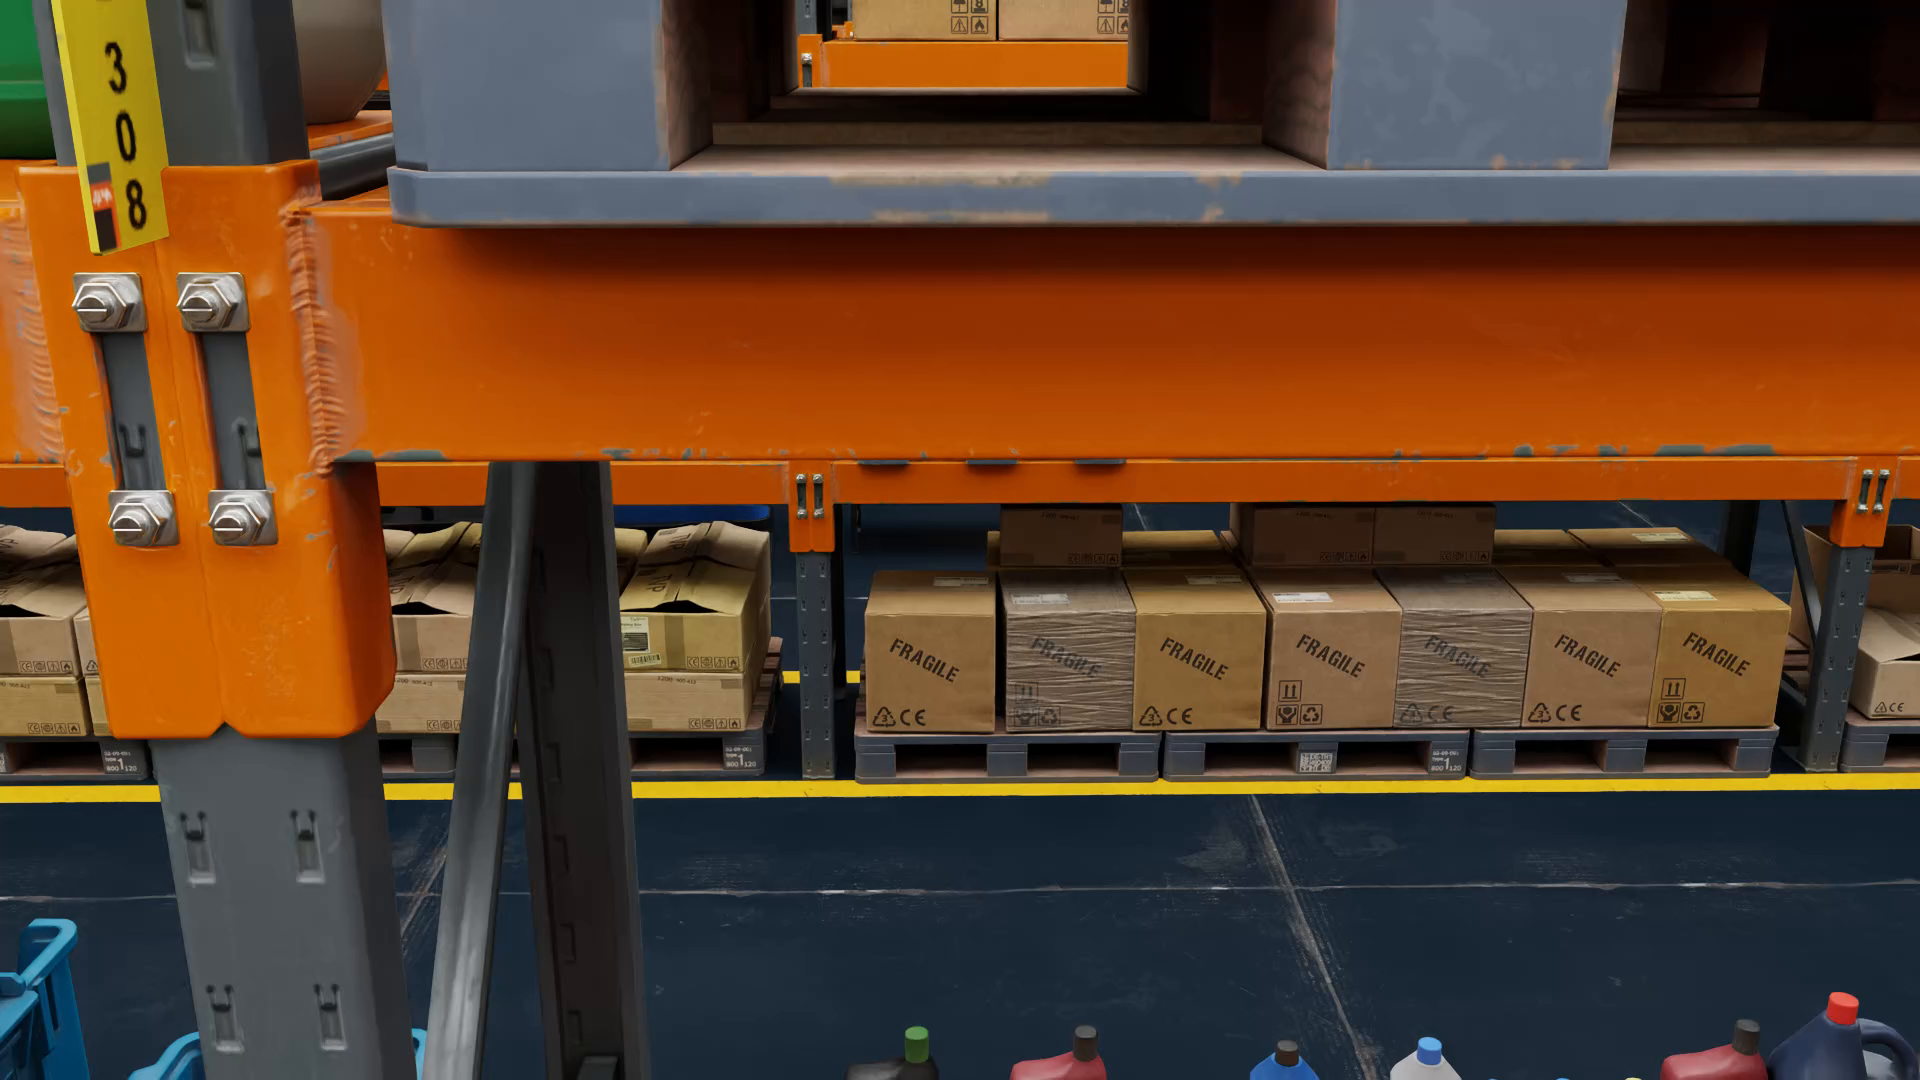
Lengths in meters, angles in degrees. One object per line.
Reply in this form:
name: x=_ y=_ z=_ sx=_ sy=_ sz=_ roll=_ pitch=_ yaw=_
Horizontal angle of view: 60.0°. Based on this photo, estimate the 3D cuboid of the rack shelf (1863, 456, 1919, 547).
rack shelf: x=5.432 y=-0.315 z=6.797 sx=4.000 sy=0.370 sz=1.077 roll=0 pitch=18 yaw=-1

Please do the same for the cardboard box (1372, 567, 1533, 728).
cardboard box: x=1.947 y=0.425 z=6.685 sx=0.500 sy=0.500 sz=0.500 roll=0 pitch=18 yaw=0

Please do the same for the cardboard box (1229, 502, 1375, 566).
cardboard box: x=1.443 y=-0.089 z=7.059 sx=0.500 sy=0.250 sz=0.500 roll=-1 pitch=18 yaw=-2

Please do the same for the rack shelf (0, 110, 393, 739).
rack shelf: x=-2.493 y=-0.192 z=1.502 sx=4.000 sy=0.370 sz=1.077 roll=0 pitch=18 yaw=-1

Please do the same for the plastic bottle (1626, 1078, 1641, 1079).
plastic bottle: x=0.933 y=0.847 z=2.321 sx=0.097 sy=0.201 sz=0.097 roll=0 pitch=18 yaw=0

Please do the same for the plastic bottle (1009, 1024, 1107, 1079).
plastic bottle: x=0.136 y=0.806 z=2.314 sx=0.133 sy=0.283 sz=0.061 roll=0 pitch=18 yaw=-1

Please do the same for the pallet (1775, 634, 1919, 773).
pallet: x=4.119 y=0.677 z=7.092 sx=1.213 sy=0.211 sz=1.003 roll=0 pitch=18 yaw=-1

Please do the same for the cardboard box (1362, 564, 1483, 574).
cardboard box: x=1.912 y=0.267 z=7.177 sx=0.500 sy=0.500 sz=0.500 roll=0 pitch=18 yaw=0

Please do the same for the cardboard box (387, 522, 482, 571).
cardboard box: x=-2.131 y=0.133 z=7.117 sx=0.500 sy=0.311 sz=0.500 roll=-1 pitch=18 yaw=-2

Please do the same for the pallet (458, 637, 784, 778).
pallet: x=-1.391 y=0.691 z=7.048 sx=1.213 sy=0.211 sz=1.003 roll=0 pitch=18 yaw=-1

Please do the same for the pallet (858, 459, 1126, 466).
pallet: x=0.109 y=-0.562 z=6.703 sx=1.003 sy=0.211 sz=1.213 roll=0 pitch=18 yaw=-1

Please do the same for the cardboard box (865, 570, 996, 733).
cardboard box: x=-0.108 y=0.437 z=6.646 sx=0.500 sy=0.500 sz=0.500 roll=0 pitch=18 yaw=1

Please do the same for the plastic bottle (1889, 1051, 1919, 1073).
plastic bottle: x=1.366 y=0.800 z=2.333 sx=0.133 sy=0.283 sz=0.061 roll=0 pitch=18 yaw=-1

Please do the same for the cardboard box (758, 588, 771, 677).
cardboard box: x=-1.096 y=0.393 z=7.224 sx=0.500 sy=0.250 sz=0.500 roll=0 pitch=18 yaw=-1

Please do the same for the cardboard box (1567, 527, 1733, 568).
cardboard box: x=2.945 y=0.261 z=7.196 sx=0.500 sy=0.500 sz=0.500 roll=-1 pitch=18 yaw=-3

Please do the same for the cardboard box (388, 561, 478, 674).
cardboard box: x=-2.112 y=0.297 z=6.606 sx=0.500 sy=0.311 sz=0.500 roll=0 pitch=18 yaw=-1

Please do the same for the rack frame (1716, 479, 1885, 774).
rack frame: x=3.432 y=-0.648 z=6.657 sx=0.127 sy=3.000 sz=1.000 roll=0 pitch=18 yaw=-1

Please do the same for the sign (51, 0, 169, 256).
sign: x=-0.477 y=-0.326 z=0.915 sx=0.005 sy=0.325 sz=0.100 roll=0 pitch=18 yaw=-1

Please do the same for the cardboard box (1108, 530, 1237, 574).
cardboard box: x=0.881 y=0.273 z=7.156 sx=0.500 sy=0.500 sz=0.500 roll=-1 pitch=18 yaw=-3

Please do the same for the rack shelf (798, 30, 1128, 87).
rack shelf: x=1.432 y=-1.724 z=6.279 sx=4.000 sy=0.370 sz=1.077 roll=0 pitch=18 yaw=-1

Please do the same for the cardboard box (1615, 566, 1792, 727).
cardboard box: x=2.943 y=0.423 z=6.691 sx=0.500 sy=0.500 sz=0.500 roll=0 pitch=18 yaw=-1

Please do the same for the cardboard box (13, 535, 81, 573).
cardboard box: x=-3.646 y=0.139 z=7.100 sx=0.500 sy=0.311 sz=0.500 roll=0 pitch=18 yaw=1

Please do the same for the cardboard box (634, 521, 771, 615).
cardboard box: x=-1.096 y=0.126 z=7.139 sx=0.500 sy=0.311 sz=0.500 roll=0 pitch=18 yaw=1

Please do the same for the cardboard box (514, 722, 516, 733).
cardboard box: x=-1.605 y=0.561 z=6.701 sx=0.500 sy=0.250 sz=0.500 roll=0 pitch=18 yaw=-2

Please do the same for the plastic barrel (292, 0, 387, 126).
plastic barrel: x=-0.808 y=-0.689 z=1.693 sx=0.421 sy=0.512 sz=0.421 roll=0 pitch=18 yaw=0

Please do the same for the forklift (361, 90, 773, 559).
forklift: x=-2.568 y=-1.316 z=8.853 sx=3.031 sy=2.935 sz=1.130 roll=-2 pitch=18 yaw=-5

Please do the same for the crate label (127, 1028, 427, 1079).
crate label: x=-0.920 y=0.851 z=2.257 sx=0.416 sy=0.233 sz=0.303 roll=0 pitch=18 yaw=-1

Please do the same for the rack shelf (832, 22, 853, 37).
rack shelf: x=-2.649 y=-3.218 z=10.935 sx=4.000 sy=0.370 sz=1.077 roll=0 pitch=18 yaw=-1

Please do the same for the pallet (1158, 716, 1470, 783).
pallet: x=1.397 y=0.702 z=7.014 sx=1.213 sy=0.211 sz=1.003 roll=0 pitch=18 yaw=-1

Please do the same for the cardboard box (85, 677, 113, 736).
cardboard box: x=-3.131 y=0.568 z=6.680 sx=0.500 sy=0.250 sz=0.500 roll=-1 pitch=18 yaw=-3

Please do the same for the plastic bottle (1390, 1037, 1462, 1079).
plastic bottle: x=0.641 y=0.815 z=2.306 sx=0.097 sy=0.271 sz=0.097 roll=0 pitch=18 yaw=0

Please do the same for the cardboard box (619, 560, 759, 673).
cardboard box: x=-1.087 y=0.291 z=6.625 sx=0.500 sy=0.311 sz=0.500 roll=0 pitch=18 yaw=1

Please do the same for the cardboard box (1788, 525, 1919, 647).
cardboard box: x=3.997 y=0.243 z=7.250 sx=0.500 sy=0.500 sz=0.500 roll=0 pitch=18 yaw=-1

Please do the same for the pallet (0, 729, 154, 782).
pallet: x=-3.831 y=0.703 z=7.011 sx=1.213 sy=0.211 sz=1.003 roll=0 pitch=18 yaw=-1

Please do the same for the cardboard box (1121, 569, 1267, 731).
cardboard box: x=0.917 y=0.432 z=6.662 sx=0.500 sy=0.500 sz=0.500 roll=-1 pitch=18 yaw=-2

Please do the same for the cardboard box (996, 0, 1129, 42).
cardboard box: x=0.378 y=-2.119 z=6.170 sx=0.500 sy=0.500 sz=0.910 roll=0 pitch=18 yaw=-1

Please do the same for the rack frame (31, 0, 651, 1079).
rack frame: x=-0.493 y=0.885 z=1.878 sx=0.053 sy=2.616 sz=0.949 roll=0 pitch=18 yaw=-1

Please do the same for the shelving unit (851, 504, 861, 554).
shelving unit: x=-0.085 y=-0.714 z=9.317 sx=1.048 sy=1.500 sz=0.538 roll=0 pitch=18 yaw=-1

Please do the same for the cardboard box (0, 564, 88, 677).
cardboard box: x=-3.649 y=0.306 z=6.578 sx=0.500 sy=0.311 sz=0.500 roll=0 pitch=18 yaw=-2
